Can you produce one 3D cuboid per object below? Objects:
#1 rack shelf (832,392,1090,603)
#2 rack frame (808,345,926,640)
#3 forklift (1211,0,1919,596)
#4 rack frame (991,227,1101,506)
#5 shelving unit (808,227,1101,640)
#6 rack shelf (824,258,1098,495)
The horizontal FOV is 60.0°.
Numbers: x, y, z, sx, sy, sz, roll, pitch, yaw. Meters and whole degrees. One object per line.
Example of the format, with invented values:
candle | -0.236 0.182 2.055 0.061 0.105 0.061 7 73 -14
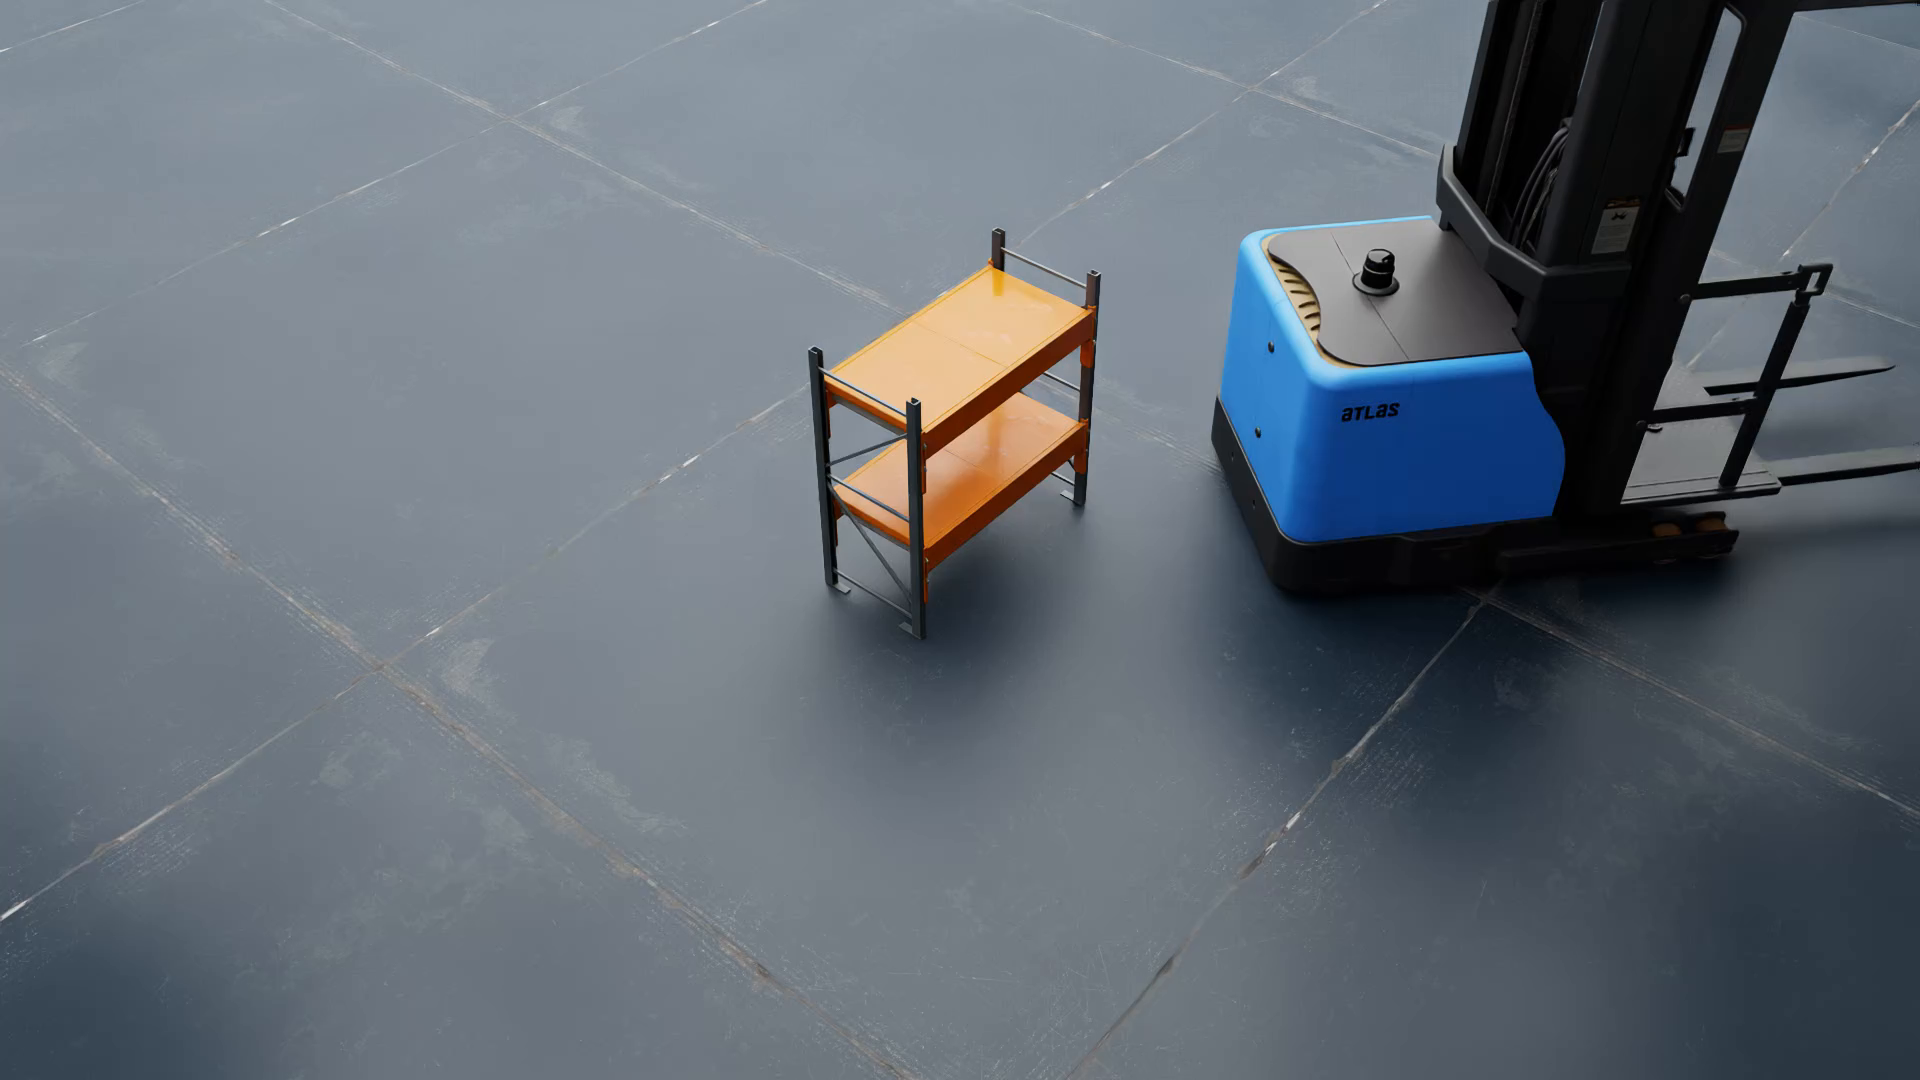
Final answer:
rack shelf | -0.004 -0.232 6.532 0.538 0.278 1.000 29 50 28
rack frame | -0.332 -0.151 6.080 0.500 1.125 0.032 29 50 28
forklift | 2.638 -1.335 6.039 3.031 2.935 1.130 -6 43 -7
rack frame | 0.323 -0.674 6.656 0.500 1.125 0.032 29 50 28
shelving unit | -0.004 -0.413 6.368 0.538 1.125 1.048 29 50 28
rack shelf | -0.004 -0.629 6.171 0.538 0.278 1.000 29 50 28
